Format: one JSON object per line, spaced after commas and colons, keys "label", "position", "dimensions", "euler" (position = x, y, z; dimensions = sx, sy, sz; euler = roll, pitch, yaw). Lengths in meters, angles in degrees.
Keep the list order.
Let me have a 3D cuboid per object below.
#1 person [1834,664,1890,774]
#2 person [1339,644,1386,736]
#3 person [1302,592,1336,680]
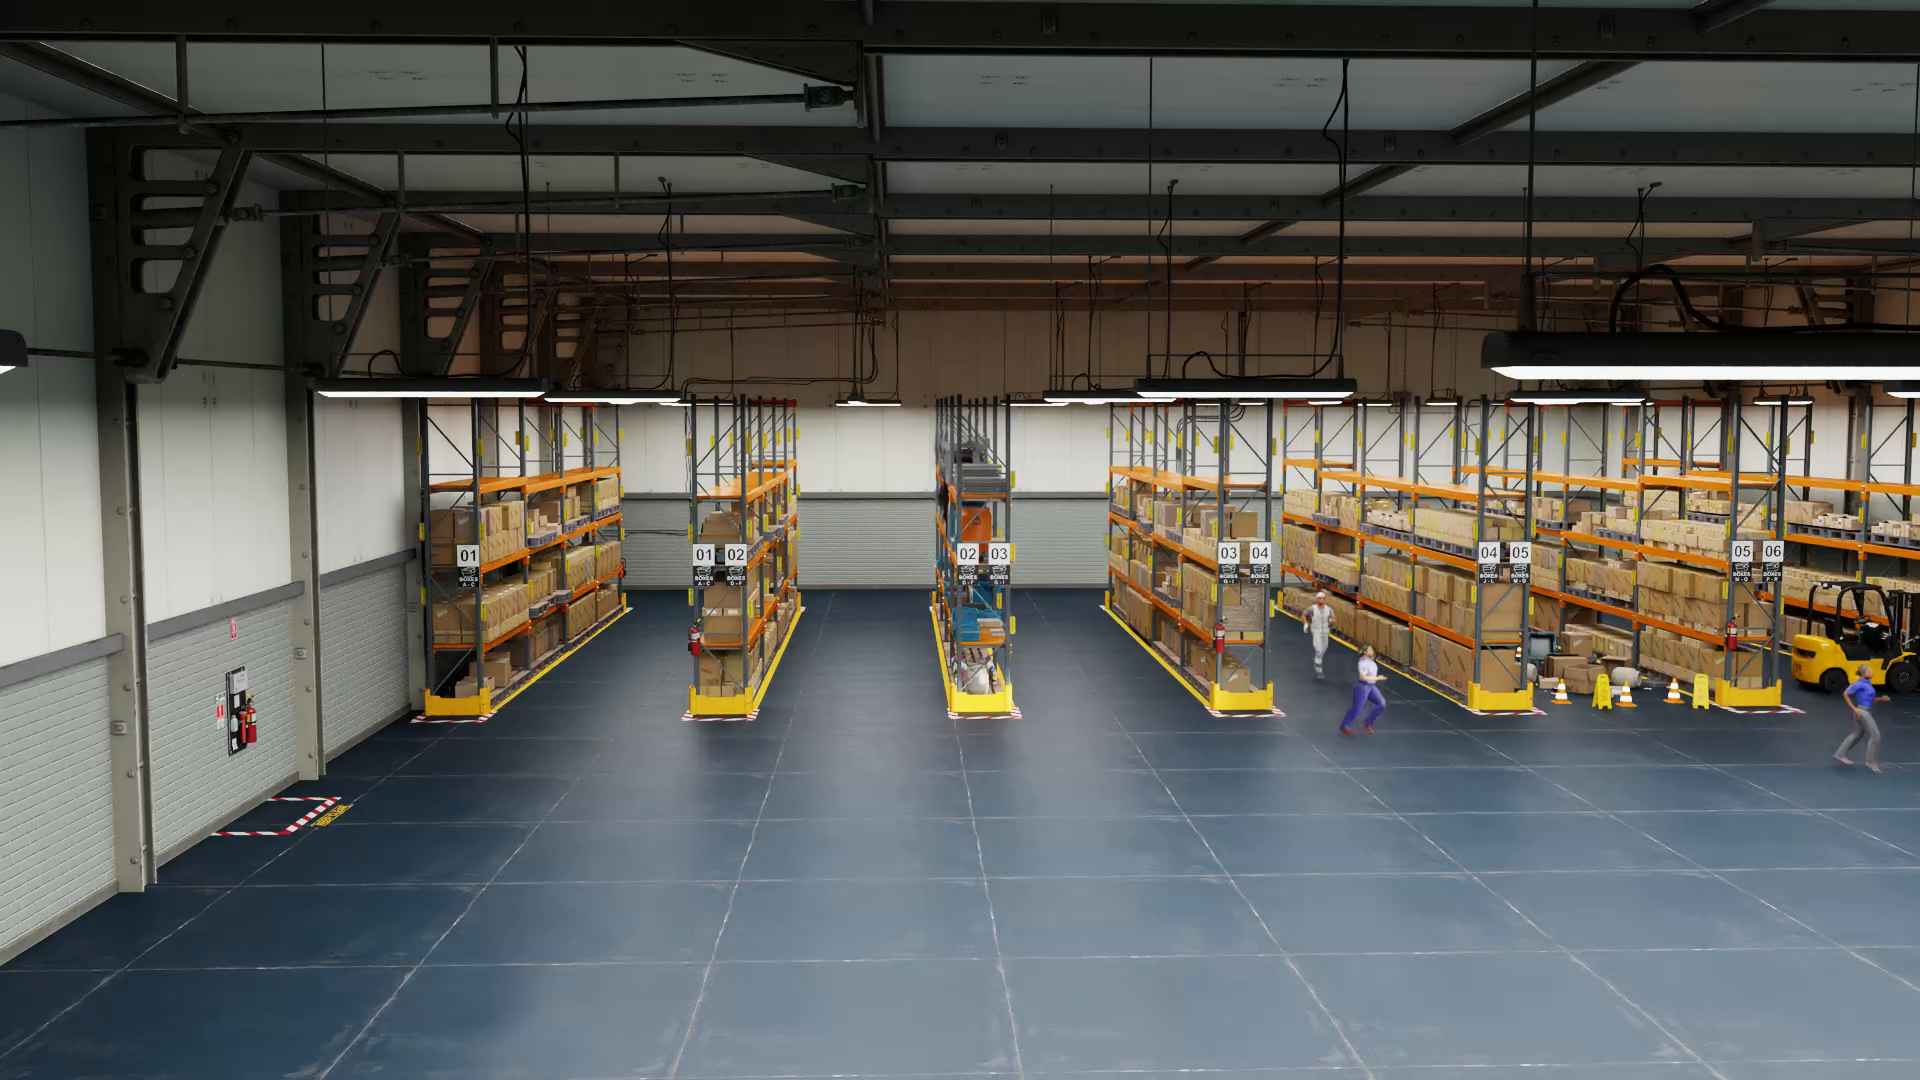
{"label": "person", "position": [14.301, 2.824, 26.368], "dimensions": [0.770, 1.719, 0.546], "euler": [3, 6, 36]}
{"label": "person", "position": [7.088, 2.622, 29.077], "dimensions": [0.835, 1.624, 0.615], "euler": [4, 6, 38]}
{"label": "person", "position": [7.675, 2.020, 35.495], "dimensions": [0.655, 1.829, 0.840], "euler": [-1, 5, -12]}
